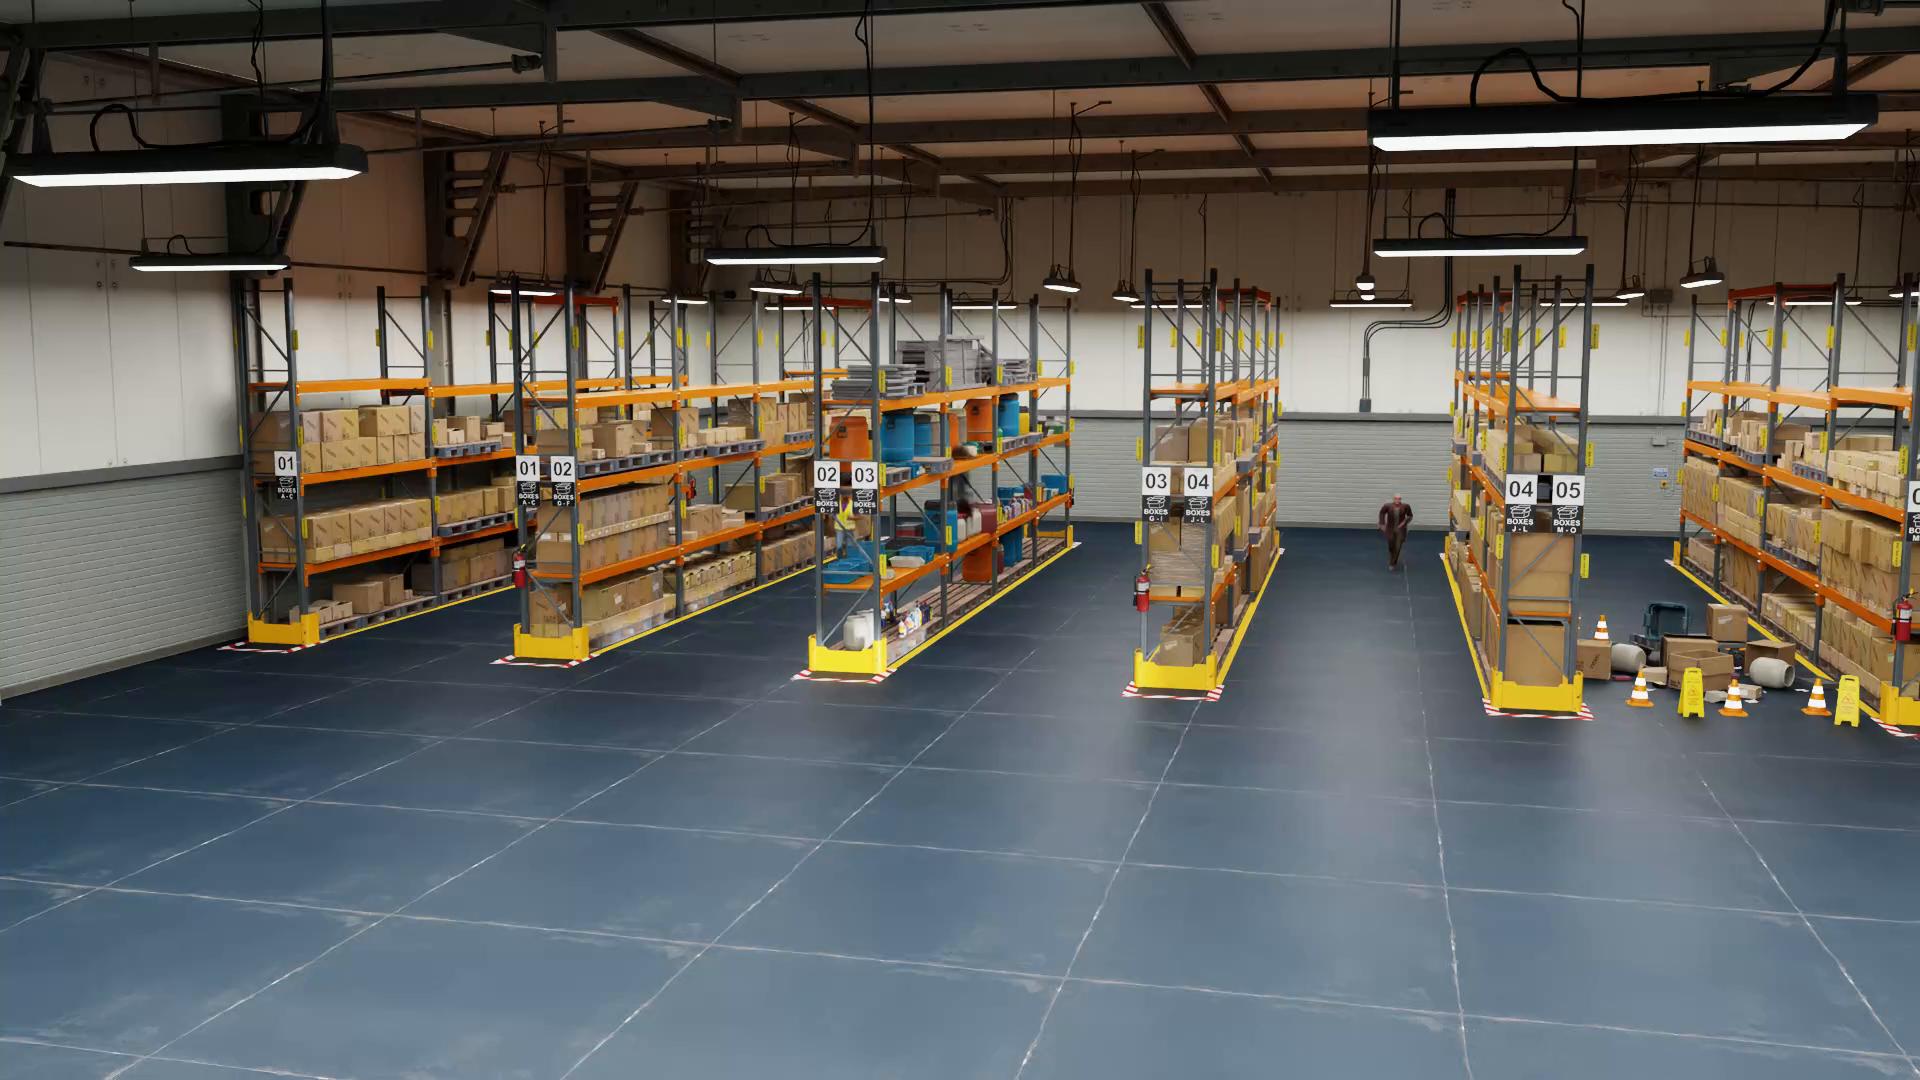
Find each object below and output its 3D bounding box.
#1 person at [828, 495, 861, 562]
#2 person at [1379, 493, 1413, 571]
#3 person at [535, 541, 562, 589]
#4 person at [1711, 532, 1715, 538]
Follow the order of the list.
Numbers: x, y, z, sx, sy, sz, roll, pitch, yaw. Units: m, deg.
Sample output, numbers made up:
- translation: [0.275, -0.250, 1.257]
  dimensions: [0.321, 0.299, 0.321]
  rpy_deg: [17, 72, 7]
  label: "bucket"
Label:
- translation: [-2.343, -0.165, 33.661]
  dimensions: [0.679, 1.848, 0.709]
  rpy_deg: [0, 7, -1]
  label: "person"
- translation: [9.540, -0.190, 36.433]
  dimensions: [0.696, 1.710, 0.792]
  rpy_deg: [1, 7, 8]
  label: "person"
- translation: [-7.592, 0.433, 31.306]
  dimensions: [0.678, 1.734, 0.819]
  rpy_deg: [-4, 8, -33]
  label: "person"
- translation: [17.513, -0.398, 37.892]
  dimensions: [0.826, 1.784, 0.578]
  rpy_deg: [1, 7, 10]
  label: "person"
